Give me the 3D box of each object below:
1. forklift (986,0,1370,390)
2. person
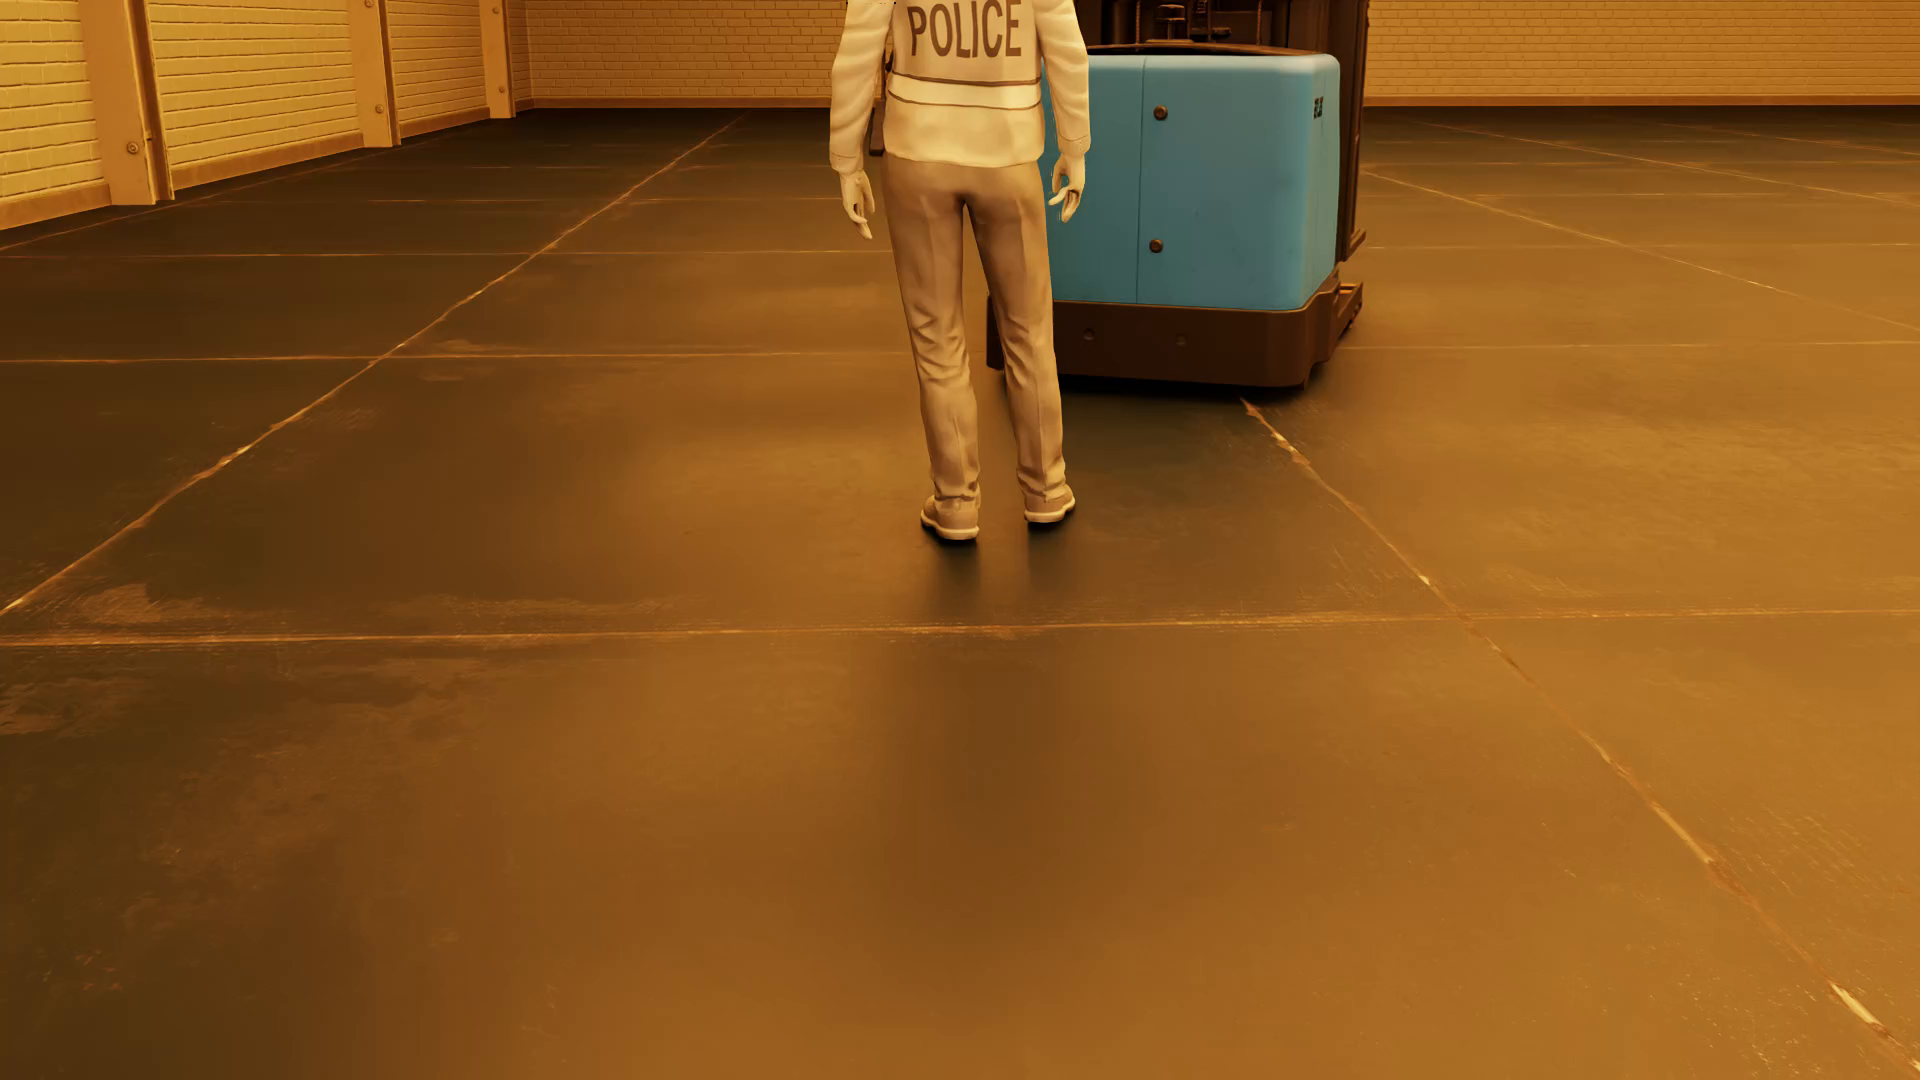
[{"bbox_3d":[1.032,-2.274,6.341,1.130,2.935,3.031,5,18,17],"label":"forklift"},{"bbox_3d":[0.003,-0.837,3.732,0.588,1.696,0.533,-1,17,-3],"label":"person"}]
